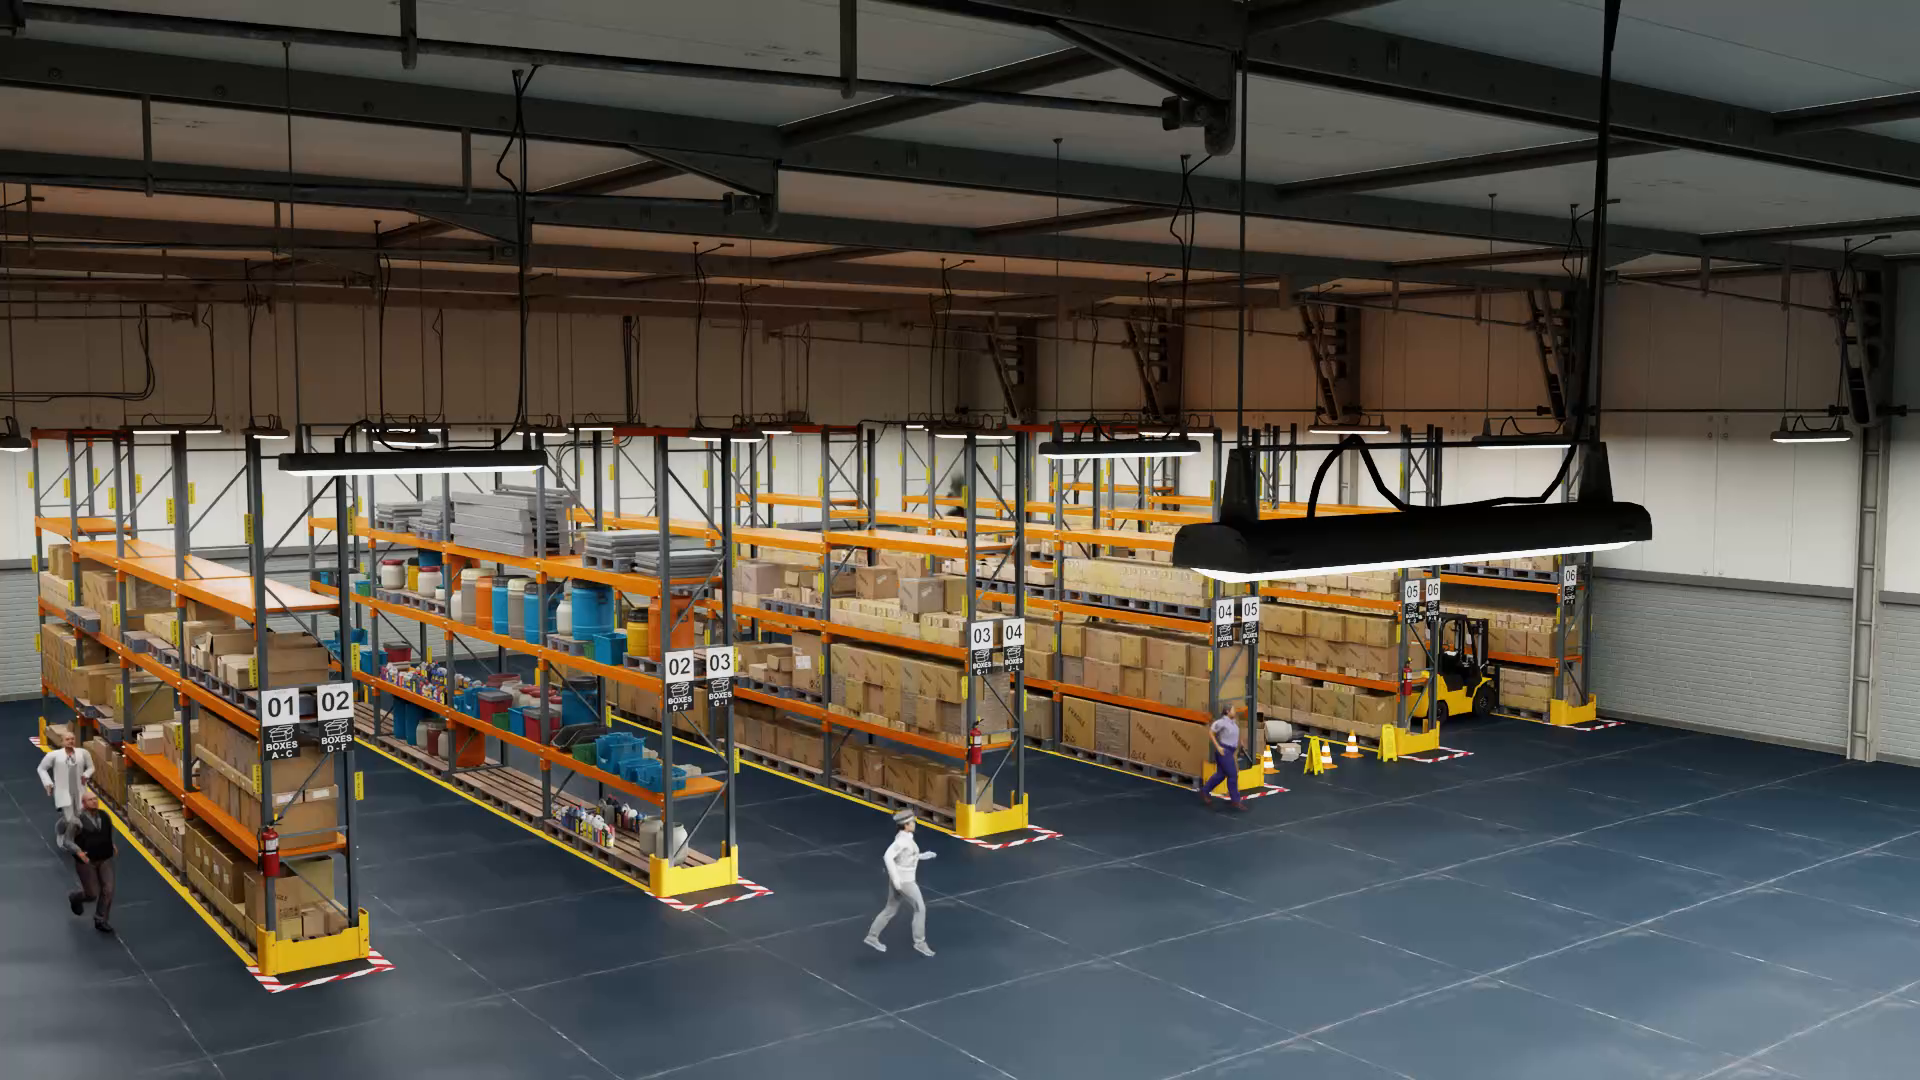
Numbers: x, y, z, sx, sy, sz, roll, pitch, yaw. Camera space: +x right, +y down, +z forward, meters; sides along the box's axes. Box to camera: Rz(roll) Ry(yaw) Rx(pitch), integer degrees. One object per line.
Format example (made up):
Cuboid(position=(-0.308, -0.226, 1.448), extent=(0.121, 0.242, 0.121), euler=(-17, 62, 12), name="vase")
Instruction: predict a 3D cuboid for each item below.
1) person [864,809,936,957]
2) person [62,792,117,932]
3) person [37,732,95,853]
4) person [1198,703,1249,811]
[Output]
Cuboid(position=(-0.688, 3.969, 19.204), extent=(0.849, 1.739, 0.580), euler=(-1, 5, -12), name="person")
Cuboid(position=(-10.577, 3.904, 20.277), extent=(0.733, 1.691, 0.661), euler=(3, 5, 34), name="person")
Cuboid(position=(-12.656, 3.601, 23.673), extent=(0.620, 1.736, 0.699), euler=(4, 6, 45), name="person")
Cuboid(position=(4.230, 3.433, 26.527), extent=(0.850, 1.672, 0.588), euler=(2, 5, 23), name="person")
